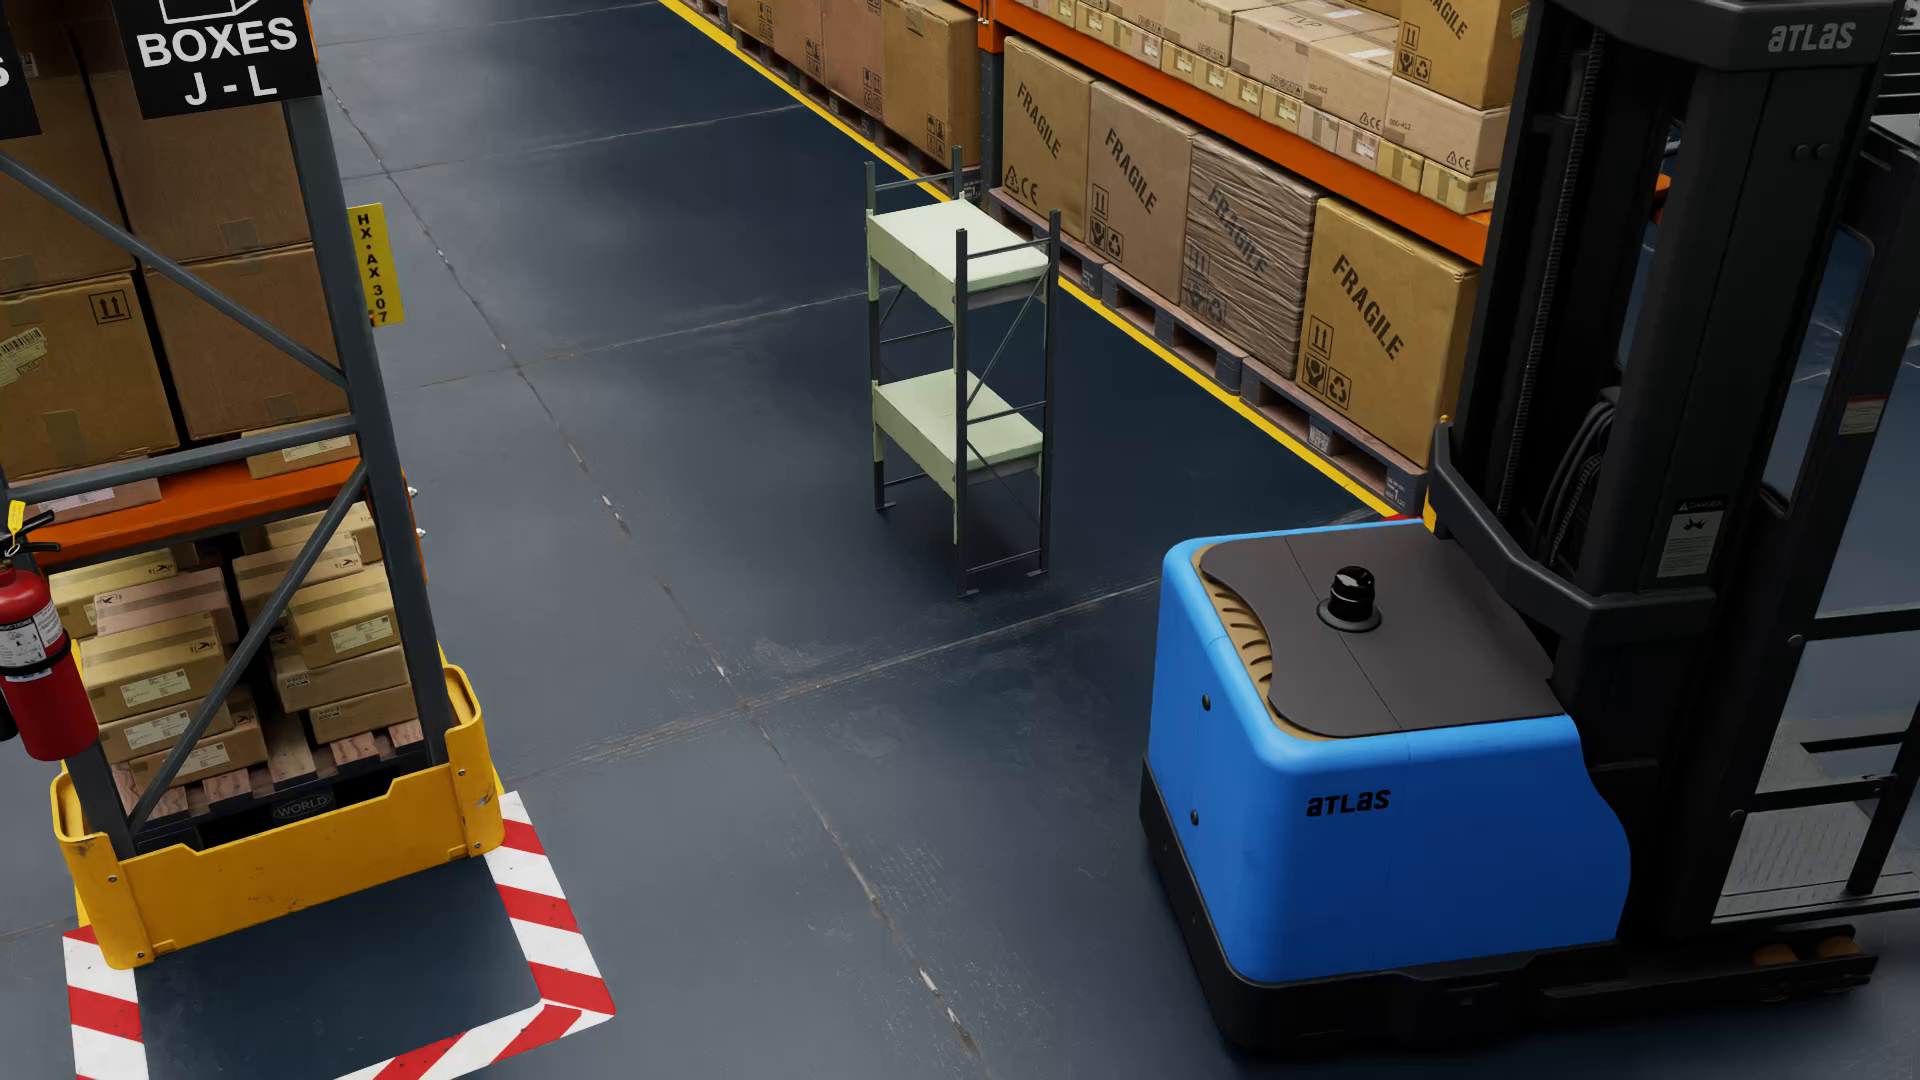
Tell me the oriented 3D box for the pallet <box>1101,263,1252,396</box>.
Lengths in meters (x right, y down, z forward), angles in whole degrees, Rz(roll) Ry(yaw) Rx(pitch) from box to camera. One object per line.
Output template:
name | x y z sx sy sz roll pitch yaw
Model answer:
pallet | 1.446 -1.168 8.377 1.003 0.211 1.213 -16 36 -23

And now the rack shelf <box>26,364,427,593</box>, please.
rack shelf | -2.914 -0.851 5.964 1.077 0.370 4.000 -16 36 -23

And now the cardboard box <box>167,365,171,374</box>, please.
cardboard box | -2.318 -0.673 5.252 0.380 0.149 0.250 -14 35 -21

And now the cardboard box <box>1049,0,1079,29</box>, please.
cardboard box | 0.678 -2.726 8.457 0.380 0.149 0.250 -15 35 -22

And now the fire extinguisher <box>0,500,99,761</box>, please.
fire extinguisher | -2.273 0.226 4.033 0.296 0.674 0.183 -16 36 -23

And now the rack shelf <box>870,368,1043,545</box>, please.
rack shelf | -0.003 -0.360 6.526 0.431 0.370 0.720 -16 36 -23

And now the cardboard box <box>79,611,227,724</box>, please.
cardboard box | -2.453 0.385 5.071 0.380 0.149 0.250 -15 36 -23

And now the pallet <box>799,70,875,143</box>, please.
pallet | -0.411 -3.066 11.339 1.003 0.211 1.213 -16 36 -23

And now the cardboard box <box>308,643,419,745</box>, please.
cardboard box | -1.943 0.494 5.452 0.380 0.149 0.250 -15 36 -22

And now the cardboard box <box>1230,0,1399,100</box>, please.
cardboard box | 1.519 -2.110 7.127 0.500 0.250 0.500 -17 36 -25

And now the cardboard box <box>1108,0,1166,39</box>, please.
cardboard box | 1.049 -2.595 7.883 0.500 0.250 0.500 -15 36 -22

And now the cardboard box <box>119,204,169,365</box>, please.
cardboard box | -2.219 -0.899 5.005 0.500 0.500 0.500 -16 36 -23

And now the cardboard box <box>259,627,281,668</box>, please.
cardboard box | -2.259 0.273 5.797 0.380 0.149 0.250 -15 36 -23

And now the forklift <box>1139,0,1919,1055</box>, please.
forklift | 2.131 -0.204 4.352 3.031 2.935 1.130 -5 33 -8

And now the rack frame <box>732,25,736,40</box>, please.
rack frame | -1.277 -5.217 12.112 1.000 3.000 0.127 -16 36 -23

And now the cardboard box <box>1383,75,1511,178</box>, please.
cardboard box | 1.992 -1.625 6.370 0.500 0.250 0.500 -16 36 -24

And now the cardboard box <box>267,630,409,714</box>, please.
cardboard box | -1.999 0.384 5.347 0.380 0.149 0.250 -14 35 -21

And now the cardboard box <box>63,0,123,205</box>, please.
cardboard box | -2.197 -1.308 4.716 0.500 0.500 0.500 -15 36 -22

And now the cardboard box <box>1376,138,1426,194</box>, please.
cardboard box | 1.873 -1.504 6.549 0.380 0.149 0.250 -15 36 -23

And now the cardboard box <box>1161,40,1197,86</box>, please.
cardboard box | 1.160 -2.233 7.688 0.380 0.149 0.250 -17 36 -24

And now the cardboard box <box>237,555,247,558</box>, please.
cardboard box | -2.485 0.025 6.183 0.380 0.149 0.250 -16 36 -23

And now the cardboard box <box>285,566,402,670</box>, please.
cardboard box | -1.926 0.238 5.300 0.380 0.149 0.250 -18 37 -25

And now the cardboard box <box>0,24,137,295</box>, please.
cardboard box | -2.415 -0.944 4.147 0.500 0.500 0.500 -17 36 -24

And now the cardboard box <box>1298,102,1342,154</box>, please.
cardboard box | 1.641 -1.744 6.924 0.380 0.149 0.250 -15 36 -22

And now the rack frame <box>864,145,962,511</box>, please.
rack frame | -0.174 -0.809 6.623 0.400 1.500 0.023 -16 36 -23

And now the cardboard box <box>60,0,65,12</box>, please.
cardboard box | -2.902 -1.431 4.908 0.500 0.500 0.500 -14 35 -21

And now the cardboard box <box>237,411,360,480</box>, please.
cardboard box | -1.843 -0.331 4.718 0.380 0.149 0.250 -16 36 -23

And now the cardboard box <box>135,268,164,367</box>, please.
cardboard box | -2.655 -0.764 4.793 0.500 0.500 0.500 -16 36 -24

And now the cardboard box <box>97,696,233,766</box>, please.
cardboard box | -2.480 0.519 5.137 0.380 0.149 0.250 -17 36 -24

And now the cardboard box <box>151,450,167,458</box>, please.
cardboard box | -2.467 -0.306 4.680 0.380 0.149 0.250 -16 36 -23

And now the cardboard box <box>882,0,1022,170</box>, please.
cardboard box | 0.272 -2.890 10.061 1.225 0.875 0.875 -16 36 -23

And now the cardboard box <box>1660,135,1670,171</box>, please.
cardboard box | 2.580 -1.545 6.614 0.380 0.149 0.250 -15 36 -23

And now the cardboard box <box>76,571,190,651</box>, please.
cardboard box | -2.724 0.271 5.524 0.380 0.149 0.250 -17 37 -25

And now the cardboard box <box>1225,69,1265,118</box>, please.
cardboard box | 1.397 -1.991 7.309 0.380 0.149 0.250 -16 36 -23

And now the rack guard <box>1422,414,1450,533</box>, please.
rack guard | 2.464 -0.335 6.809 1.175 0.500 0.348 -16 36 -23

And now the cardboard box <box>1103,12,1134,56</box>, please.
cardboard box | 0.921 -2.479 8.072 0.380 0.149 0.250 -16 36 -24

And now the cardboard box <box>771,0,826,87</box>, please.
cardboard box | -0.565 -3.737 11.382 1.225 0.875 0.875 -16 36 -23

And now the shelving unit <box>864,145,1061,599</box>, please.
shelving unit | -0.003 -0.635 6.350 0.431 1.500 0.755 -16 36 -23

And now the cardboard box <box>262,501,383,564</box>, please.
cardboard box | -2.165 -0.016 5.696 0.380 0.149 0.250 -16 36 -23

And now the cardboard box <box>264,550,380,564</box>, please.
cardboard box | -2.293 -0.005 5.955 0.380 0.149 0.250 -15 35 -22

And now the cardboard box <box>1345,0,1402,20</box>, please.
cardboard box | 1.988 -2.558 7.130 0.500 0.500 0.500 -17 36 -24

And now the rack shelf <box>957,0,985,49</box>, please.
rack shelf | -0.344 -3.959 10.816 1.077 0.370 4.000 -16 36 -23

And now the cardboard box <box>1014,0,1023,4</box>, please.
cardboard box | 0.432 -2.977 8.849 0.380 0.149 0.250 -16 36 -23

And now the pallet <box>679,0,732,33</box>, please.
pallet | -1.640 -4.416 13.447 1.003 0.211 1.213 -16 36 -23

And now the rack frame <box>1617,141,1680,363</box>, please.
rack frame | 2.453 -1.399 6.153 1.000 3.000 0.127 -16 36 -23

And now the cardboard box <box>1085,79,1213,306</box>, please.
cardboard box | 1.245 -1.825 8.399 0.875 0.875 0.875 -16 36 -23

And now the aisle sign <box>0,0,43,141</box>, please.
aisle sign | -2.213 -1.184 3.407 0.394 0.787 0.004 -16 36 -23

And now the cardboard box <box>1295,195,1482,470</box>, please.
cardboard box | 2.084 -0.966 7.058 0.875 0.875 0.875 -16 36 -23

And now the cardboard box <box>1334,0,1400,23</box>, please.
cardboard box | 1.989 -2.245 7.337 0.500 0.250 0.500 -17 36 -25

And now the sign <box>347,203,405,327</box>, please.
sign | -1.502 -0.700 4.260 0.100 0.325 0.005 -16 36 -23

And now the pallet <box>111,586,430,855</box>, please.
pallet | -2.365 0.542 5.708 1.003 0.211 1.213 -16 36 -23

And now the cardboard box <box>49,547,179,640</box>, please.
cardboard box | -2.752 0.159 5.423 0.380 0.149 0.250 -17 36 -24
